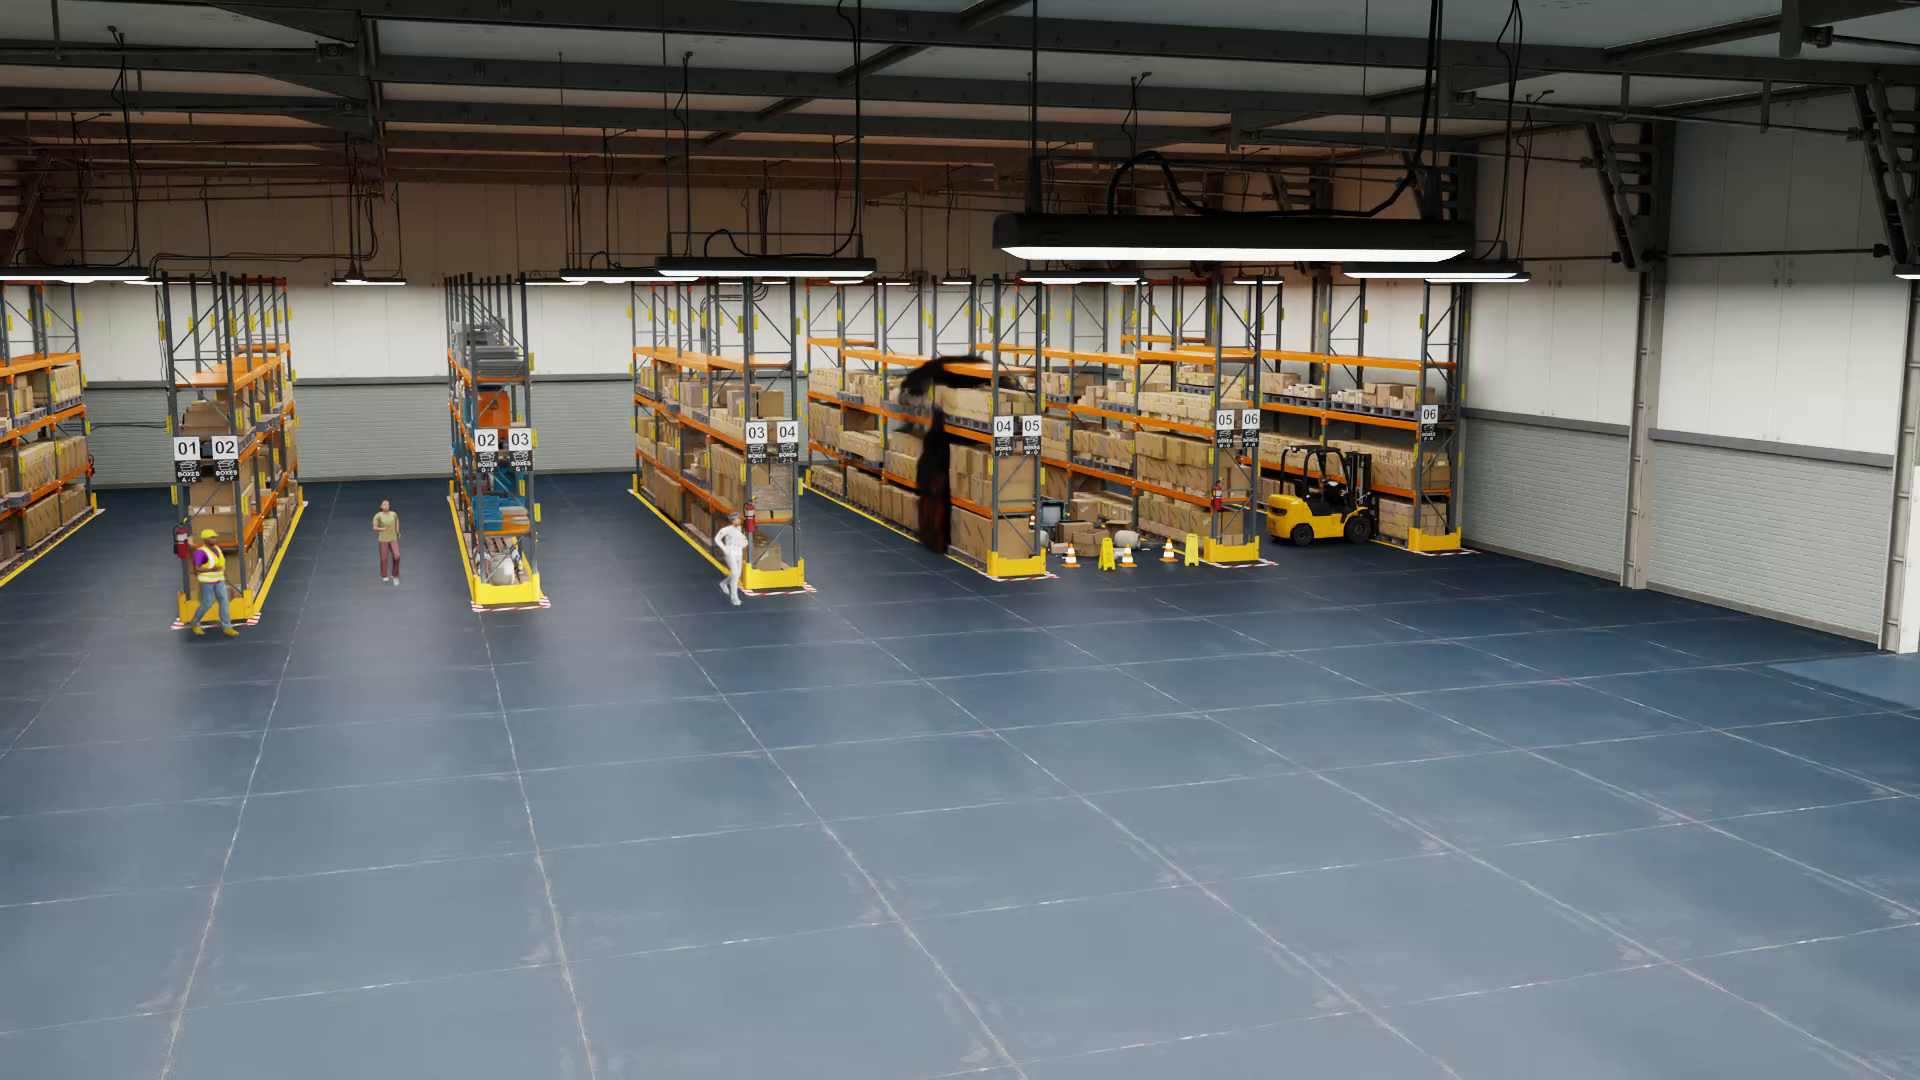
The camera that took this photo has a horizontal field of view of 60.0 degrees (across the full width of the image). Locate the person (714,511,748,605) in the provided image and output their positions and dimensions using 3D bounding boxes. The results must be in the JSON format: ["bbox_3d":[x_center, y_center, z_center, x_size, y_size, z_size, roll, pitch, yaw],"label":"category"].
[{"bbox_3d":[-4.168,0.304,30.712,0.855,1.674,0.638,7,11,38],"label":"person"}]

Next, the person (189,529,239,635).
[{"bbox_3d":[-12.342,0.698,27.436,0.884,1.767,0.711,3,9,17],"label":"person"}]

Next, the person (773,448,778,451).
[{"bbox_3d":[-5.235,-2.409,48.542,0.684,1.649,0.540,3,9,21],"label":"person"}]

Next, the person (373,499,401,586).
[{"bbox_3d":[-11.107,0.041,32.270,0.542,1.700,0.708,-5,10,-31],"label":"person"}]
